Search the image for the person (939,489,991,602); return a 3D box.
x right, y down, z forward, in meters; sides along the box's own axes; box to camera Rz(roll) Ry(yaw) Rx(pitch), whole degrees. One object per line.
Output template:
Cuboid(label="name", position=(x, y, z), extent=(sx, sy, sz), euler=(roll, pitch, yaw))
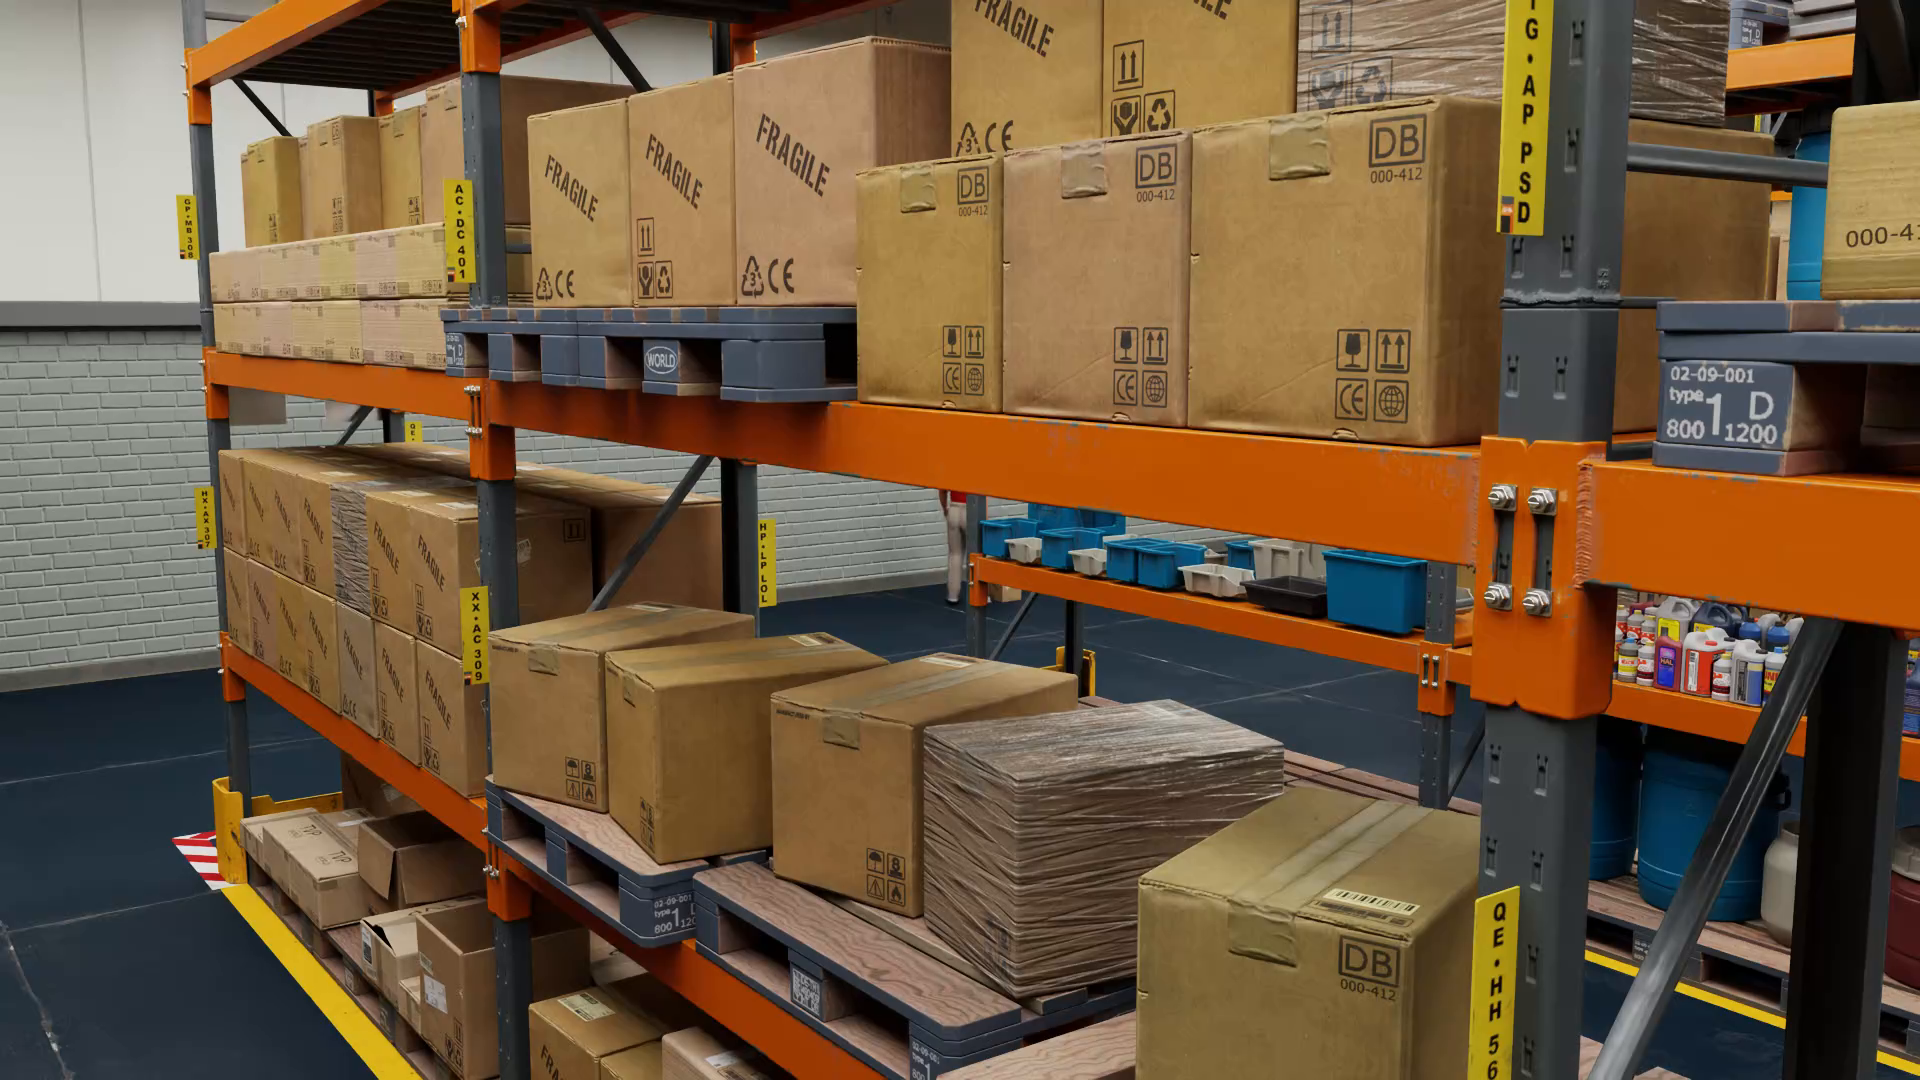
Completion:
Cuboid(label="person", position=(0.052, -0.214, 17.294), extent=(0.701, 1.738, 0.467), euler=(5, 9, 32))
